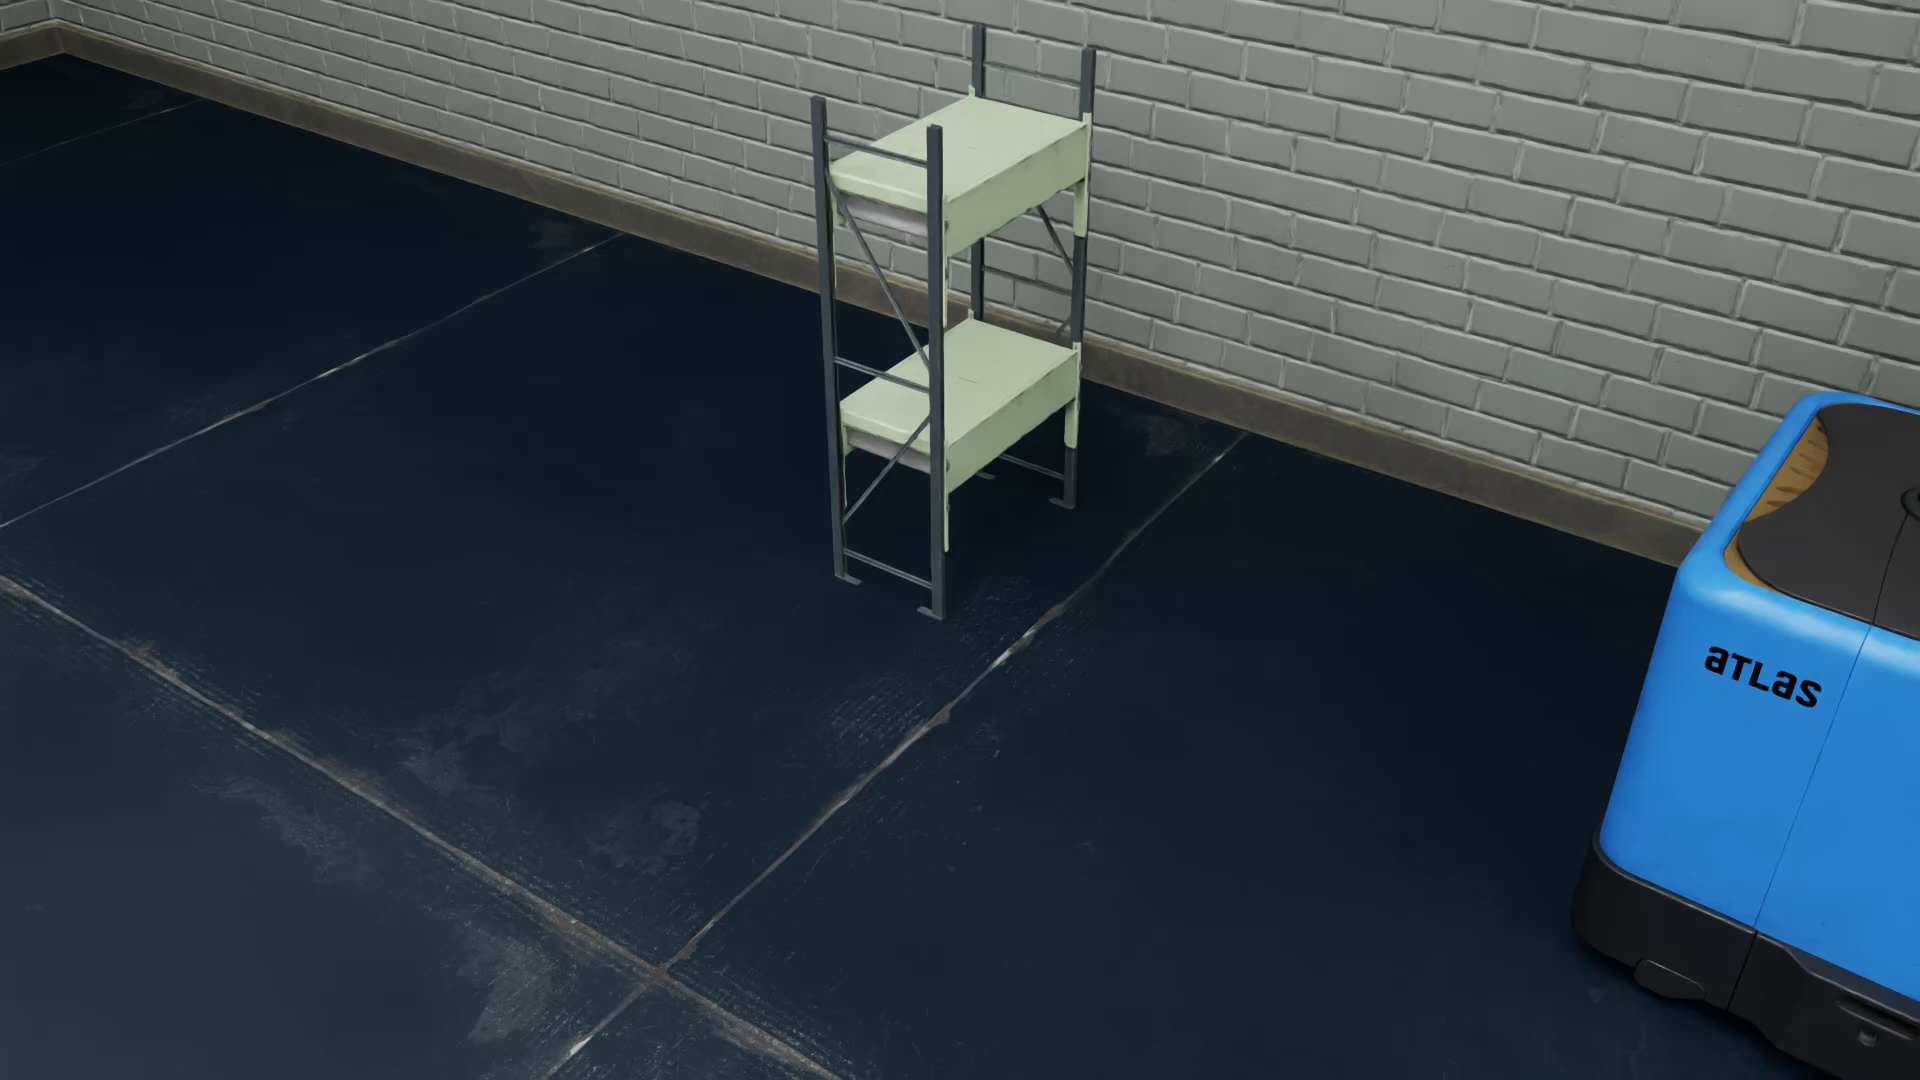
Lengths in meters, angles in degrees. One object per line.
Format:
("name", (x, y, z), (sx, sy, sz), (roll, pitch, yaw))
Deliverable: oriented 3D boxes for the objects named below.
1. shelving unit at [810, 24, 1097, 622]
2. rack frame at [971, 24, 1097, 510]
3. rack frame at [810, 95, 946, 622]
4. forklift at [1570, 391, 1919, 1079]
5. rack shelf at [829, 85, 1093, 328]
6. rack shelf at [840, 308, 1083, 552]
("shelving unit", (-0.004, -0.618, 4.825), (0.431, 1.500, 0.755), (21, 39, 28))
("rack frame", (0.205, -0.787, 5.074), (0.400, 1.500, 0.023), (21, 39, 28))
("rack frame", (-0.212, -0.450, 4.576), (0.400, 1.500, 0.023), (21, 39, 28))
("forklift", (2.884, 0.021, 2.602), (3.031, 2.935, 1.130), (23, 40, 30))
("rack shelf", (-0.004, -0.941, 4.607), (0.431, 0.370, 0.720), (21, 39, 28))
("rack shelf", (-0.004, -0.348, 5.008), (0.431, 0.370, 0.720), (21, 39, 28))
